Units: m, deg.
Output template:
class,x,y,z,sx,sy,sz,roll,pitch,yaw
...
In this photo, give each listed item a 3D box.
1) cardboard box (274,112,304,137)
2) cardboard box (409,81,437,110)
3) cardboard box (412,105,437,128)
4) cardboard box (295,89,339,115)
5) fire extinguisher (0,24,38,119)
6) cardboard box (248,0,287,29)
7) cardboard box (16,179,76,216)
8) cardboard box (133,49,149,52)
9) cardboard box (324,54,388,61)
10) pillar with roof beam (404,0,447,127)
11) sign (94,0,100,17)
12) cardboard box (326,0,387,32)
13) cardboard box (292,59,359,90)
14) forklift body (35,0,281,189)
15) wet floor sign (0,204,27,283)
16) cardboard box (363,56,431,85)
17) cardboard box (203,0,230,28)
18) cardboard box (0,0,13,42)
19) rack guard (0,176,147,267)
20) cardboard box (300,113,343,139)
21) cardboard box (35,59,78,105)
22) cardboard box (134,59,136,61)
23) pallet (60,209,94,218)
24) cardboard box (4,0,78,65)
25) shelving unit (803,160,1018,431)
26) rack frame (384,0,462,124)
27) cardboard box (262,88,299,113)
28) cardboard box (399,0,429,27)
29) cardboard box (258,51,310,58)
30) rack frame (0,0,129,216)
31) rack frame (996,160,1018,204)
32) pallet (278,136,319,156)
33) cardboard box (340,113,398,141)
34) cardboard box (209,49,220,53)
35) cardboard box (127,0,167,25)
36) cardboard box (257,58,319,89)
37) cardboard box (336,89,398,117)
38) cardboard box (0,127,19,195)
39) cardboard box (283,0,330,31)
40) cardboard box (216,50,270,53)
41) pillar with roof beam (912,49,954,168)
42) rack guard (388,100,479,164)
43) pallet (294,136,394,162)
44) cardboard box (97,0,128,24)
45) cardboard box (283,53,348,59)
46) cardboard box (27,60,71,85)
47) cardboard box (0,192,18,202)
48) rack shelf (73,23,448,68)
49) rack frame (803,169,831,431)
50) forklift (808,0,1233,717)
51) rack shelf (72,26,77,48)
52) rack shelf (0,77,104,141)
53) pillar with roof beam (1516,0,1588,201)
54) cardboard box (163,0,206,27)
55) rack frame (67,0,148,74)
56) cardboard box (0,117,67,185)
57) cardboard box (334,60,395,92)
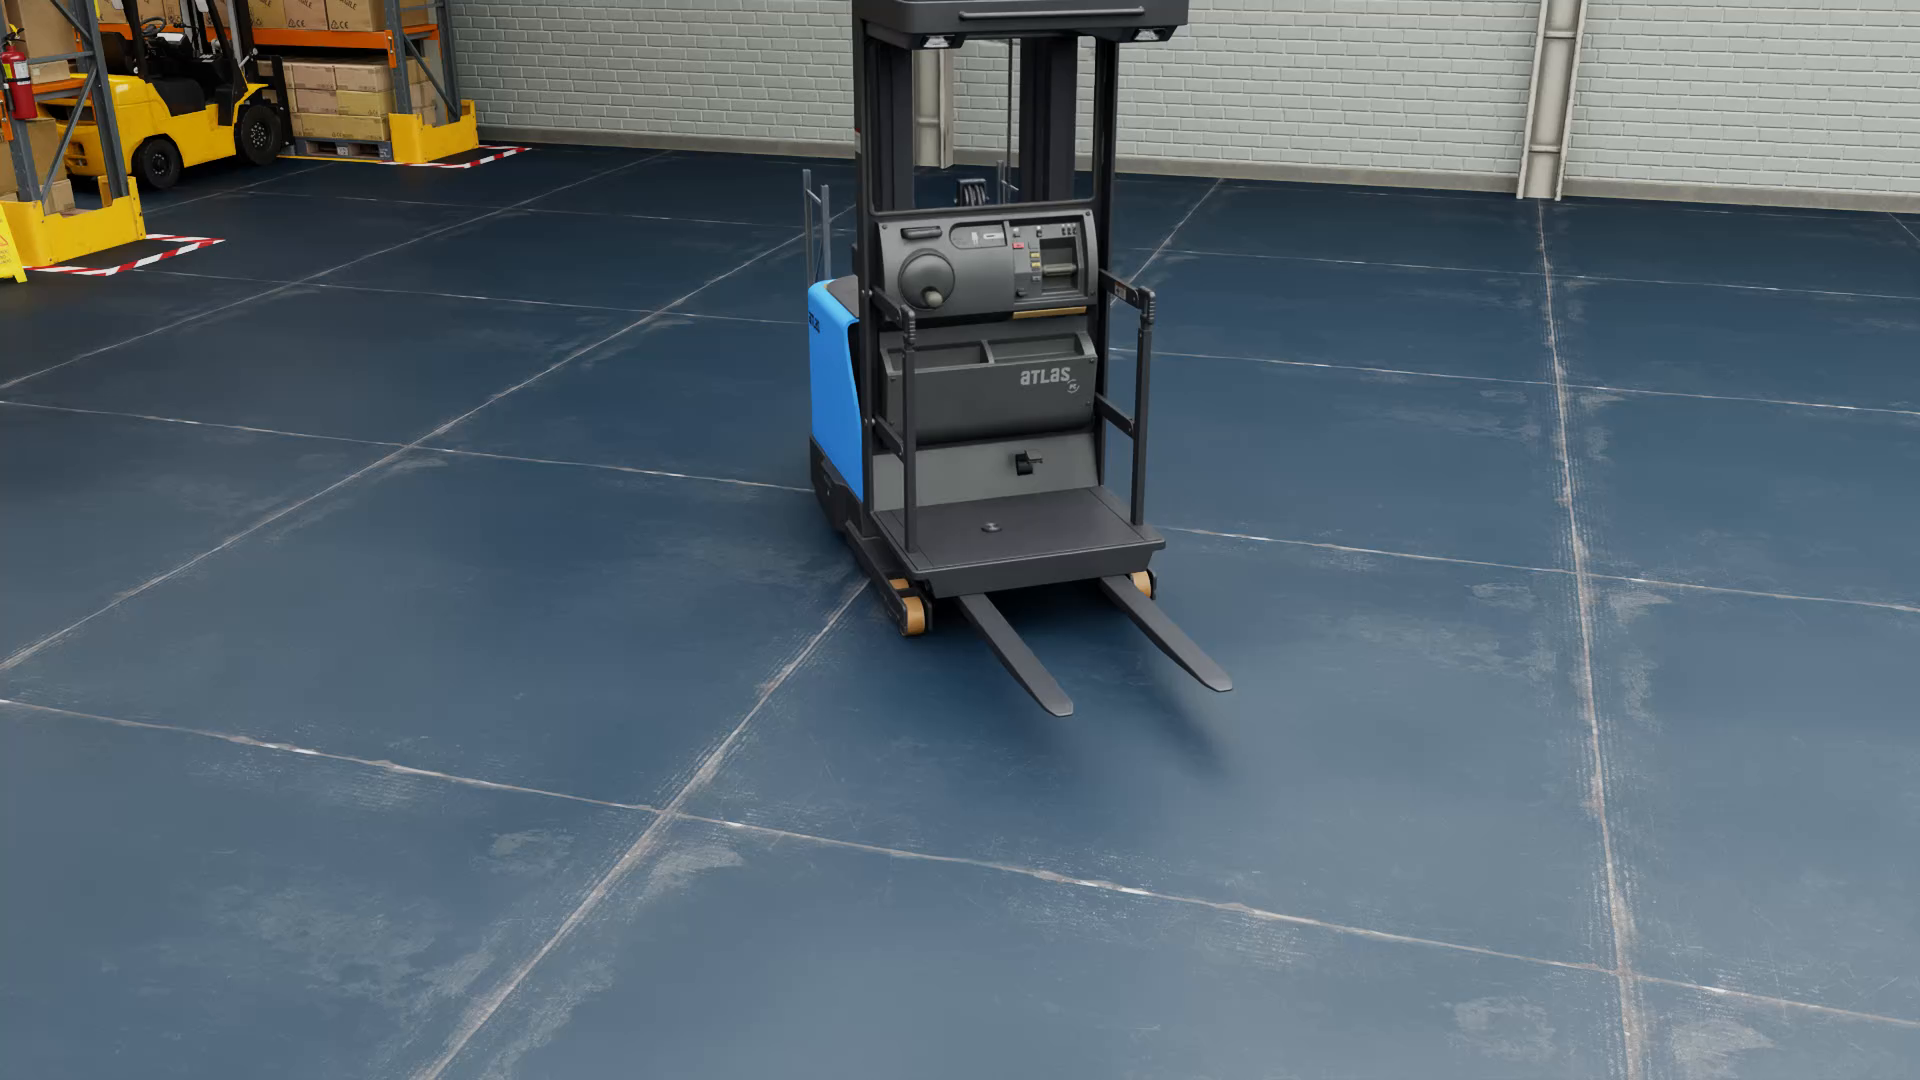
class,x,y,z,sx,sy,sz,roll,pitch,yaw
cardboard box,-7.129,-4.510,17.882,0.500,0.250,0.500,7,23,16
cardboard box,-6.028,-4.815,17.968,0.500,0.250,0.500,7,23,16
cardboard box,-6.051,-4.582,18.057,0.500,0.250,0.500,7,23,16
cardboard box,-6.671,-4.687,17.655,0.500,0.250,0.500,6,23,15
fire extinguisher,-7.092,-3.515,12.489,0.183,0.674,0.296,7,23,16
cardboard box,-7.169,-5.656,17.474,0.500,0.500,0.500,6,23,14
cardboard box,-7.760,-2.842,13.816,0.500,0.250,0.500,6,23,15
cardboard box,-8.940,-5.374,18.672,0.500,0.250,0.500,7,23,17
cardboard box,-6.523,-5.095,17.990,0.500,0.250,0.500,7,23,16
pillar with roof beam,-7.288,-7.150,13.344,0.400,9.000,9.100,7,23,16
sign,-6.911,-4.329,13.230,0.005,0.325,0.100,7,23,16
cardboard box,-6.185,-5.540,17.191,0.500,0.500,0.500,6,23,14
cardboard box,-6.659,-4.911,17.541,0.500,0.250,0.500,7,23,16
forklift body,-7.980,-4.687,16.363,1.214,2.155,2.313,7,23,16
wet floor sign,-7.195,-2.232,12.361,0.232,0.644,0.267,16,27,34
cardboard box,-6.043,-5.041,17.859,0.500,0.250,0.500,6,23,15
cardboard box,-7.654,-5.707,17.599,0.500,0.500,0.500,7,23,16
cardboard box,-7.667,-3.874,12.739,0.500,0.500,0.500,6,23,15
rack guard,-7.141,-2.583,13.408,0.348,0.500,1.175,7,23,16
cardboard box,-6.652,-4.452,17.740,0.500,0.250,0.500,7,23,15
cardboard box,-9.970,-5.122,18.880,0.625,0.625,0.875,8,24,18
cardboard box,-8.608,-5.131,18.079,0.500,0.250,0.500,7,23,16
pallet,-7.908,-2.551,13.711,1.213,0.211,1.003,7,23,16
cardboard box,-7.441,-4.068,13.210,0.500,0.500,0.500,6,23,15
shelving unit,-0.218,-1.129,8.542,1.048,1.500,0.538,-6,23,-14
rack frame,-5.638,-5.535,17.311,0.127,3.000,1.000,7,23,16
cardboard box,-7.171,-4.736,17.774,0.500,0.250,0.500,6,23,14
cardboard box,-6.032,-5.736,17.670,0.500,0.500,0.500,7,23,17
cardboard box,-7.487,-5.212,18.276,0.500,0.250,0.500,6,23,14
rack frame,-7.068,-3.731,12.913,0.127,3.000,1.000,7,23,16
rack frame,0.272,-1.181,8.669,0.032,1.500,0.500,-6,23,-14
pallet,-7.546,-4.448,18.335,1.213,0.211,1.003,7,23,15
cardboard box,-6.179,-4.394,17.599,0.500,0.250,0.500,7,23,16
cardboard box,-8.451,-5.324,18.550,0.500,0.250,0.500,6,23,15
cardboard box,-8.614,-5.825,17.886,0.500,0.500,0.500,7,23,16
cardboard box,-7.145,-4.962,17.667,0.500,0.250,0.500,7,23,16
cardboard box,-6.194,-4.628,17.511,0.500,0.250,0.500,6,23,15
cardboard box,-7.910,-2.993,13.196,0.500,0.500,0.500,7,23,16
cardboard box,-6.679,-5.600,17.338,0.500,0.500,0.500,7,23,17
cardboard box,-7.970,-5.264,18.403,0.500,0.250,0.500,7,23,16
pillar with roof beam,-1.543,-6.492,11.740,0.400,9.000,9.100,7,23,16
rack guard,-5.615,-4.376,17.779,0.348,0.500,1.175,7,23,16
pallet,-6.382,-4.313,18.007,1.213,0.211,1.003,7,23,16
cardboard box,-9.118,-5.876,18.011,0.500,0.500,0.500,6,23,14
cardboard box,-6.998,-5.153,18.133,0.500,0.250,0.500,6,23,15
cardboard box,-7.333,-3.727,13.235,0.250,0.149,0.380,7,23,16
cardboard box,-7.943,-2.647,13.339,0.500,0.250,0.500,6,23,15
rack shelf,-7.552,-5.421,17.982,4.000,0.370,1.077,7,23,16
rack frame,-0.707,-1.077,8.415,0.032,1.500,0.500,-6,23,-14
forklift,0.190,-1.131,6.665,1.130,2.935,3.031,-7,23,-16
rack shelf,-11.382,-5.860,19.051,4.000,0.370,1.077,7,23,16
rack shelf,-8.983,-3.617,13.584,4.000,0.370,1.077,7,23,16
pillar with roof beam,4.201,-5.835,10.137,0.400,9.000,9.100,7,23,16
cardboard box,-8.129,-5.770,17.752,0.500,0.500,0.500,6,23,15
rack frame,-9.467,-5.973,18.380,0.127,3.000,1.000,7,23,16
cardboard box,-7.783,-3.191,13.679,0.500,0.500,0.500,6,23,14
cardboard box,-6.169,-4.857,17.410,0.500,0.250,0.500,7,23,17
